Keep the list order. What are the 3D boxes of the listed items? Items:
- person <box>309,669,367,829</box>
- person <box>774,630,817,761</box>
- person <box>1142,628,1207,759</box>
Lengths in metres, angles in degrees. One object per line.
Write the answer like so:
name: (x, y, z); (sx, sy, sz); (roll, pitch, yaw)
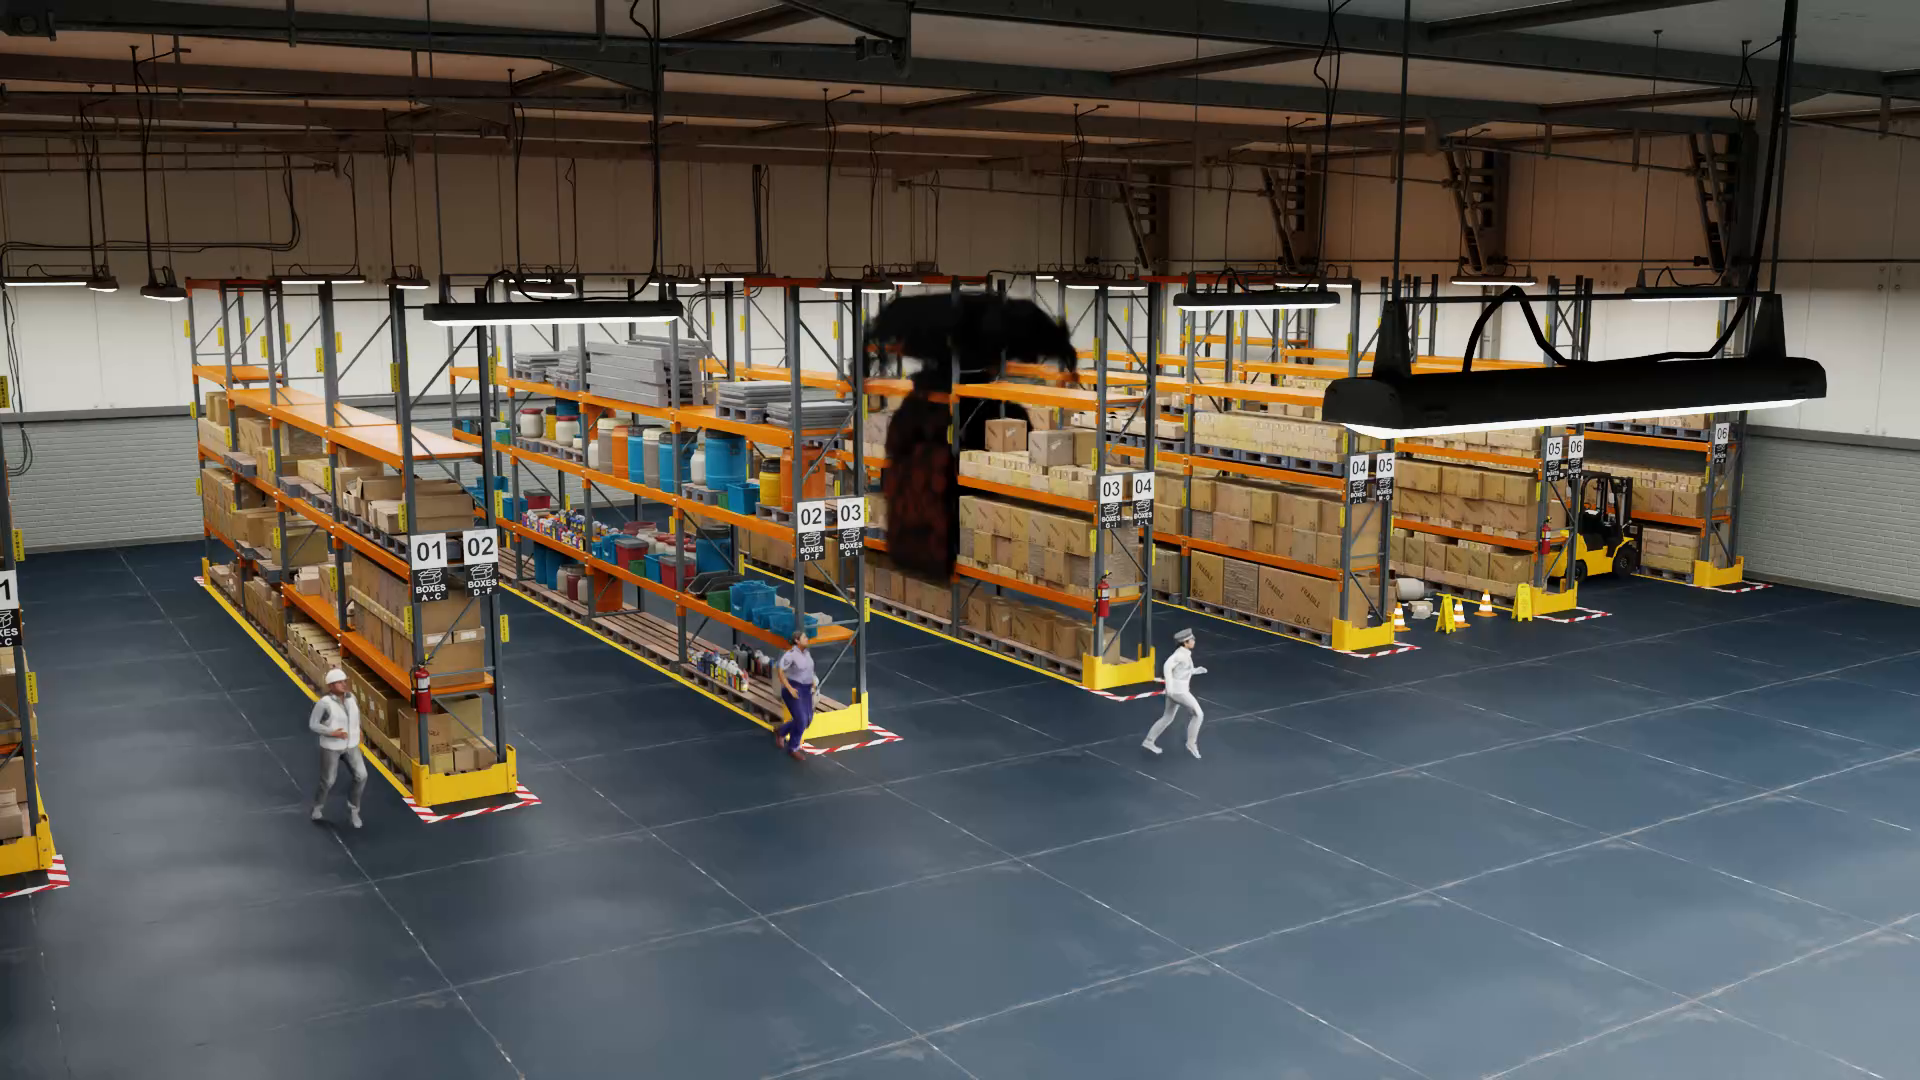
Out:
person: (-7.013, 2.349, 18.828); (0.721, 1.800, 0.722); (8, 12, 38)
person: (-2.101, 1.939, 21.172); (0.596, 1.598, 0.645); (5, 11, 29)
person: (2.745, 1.975, 21.254); (0.827, 1.725, 0.636); (0, 10, 0)
